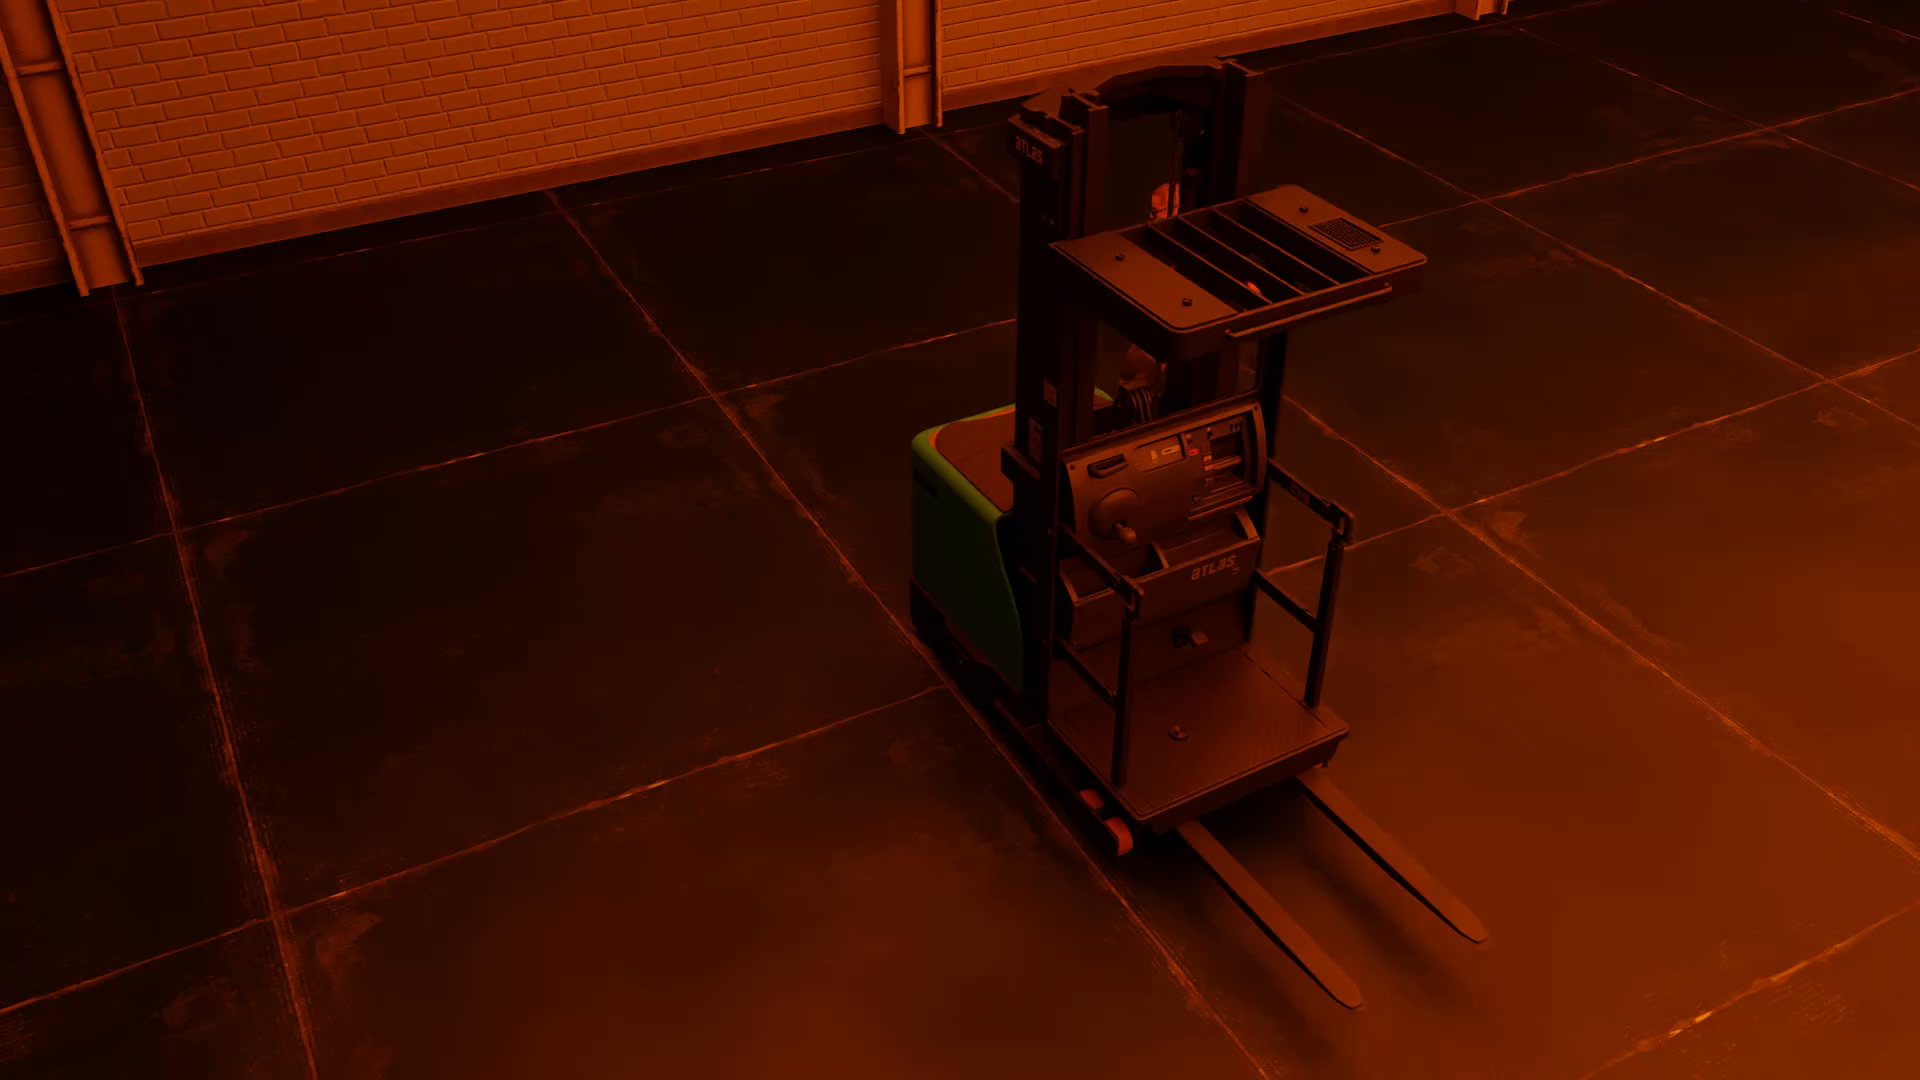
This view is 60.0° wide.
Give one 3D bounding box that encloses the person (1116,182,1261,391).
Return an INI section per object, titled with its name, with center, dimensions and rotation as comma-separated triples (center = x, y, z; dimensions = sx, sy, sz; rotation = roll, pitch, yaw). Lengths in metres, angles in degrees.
[person]
center = 1.213, -1.108, 8.961
dimensions = 1.003, 1.628, 0.503
rotation = -7, 36, -10

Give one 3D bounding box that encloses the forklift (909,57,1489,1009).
[forklift]
center = 0.929, -0.200, 6.406
dimensions = 1.130, 2.935, 3.031
rotation = -18, 39, -24
